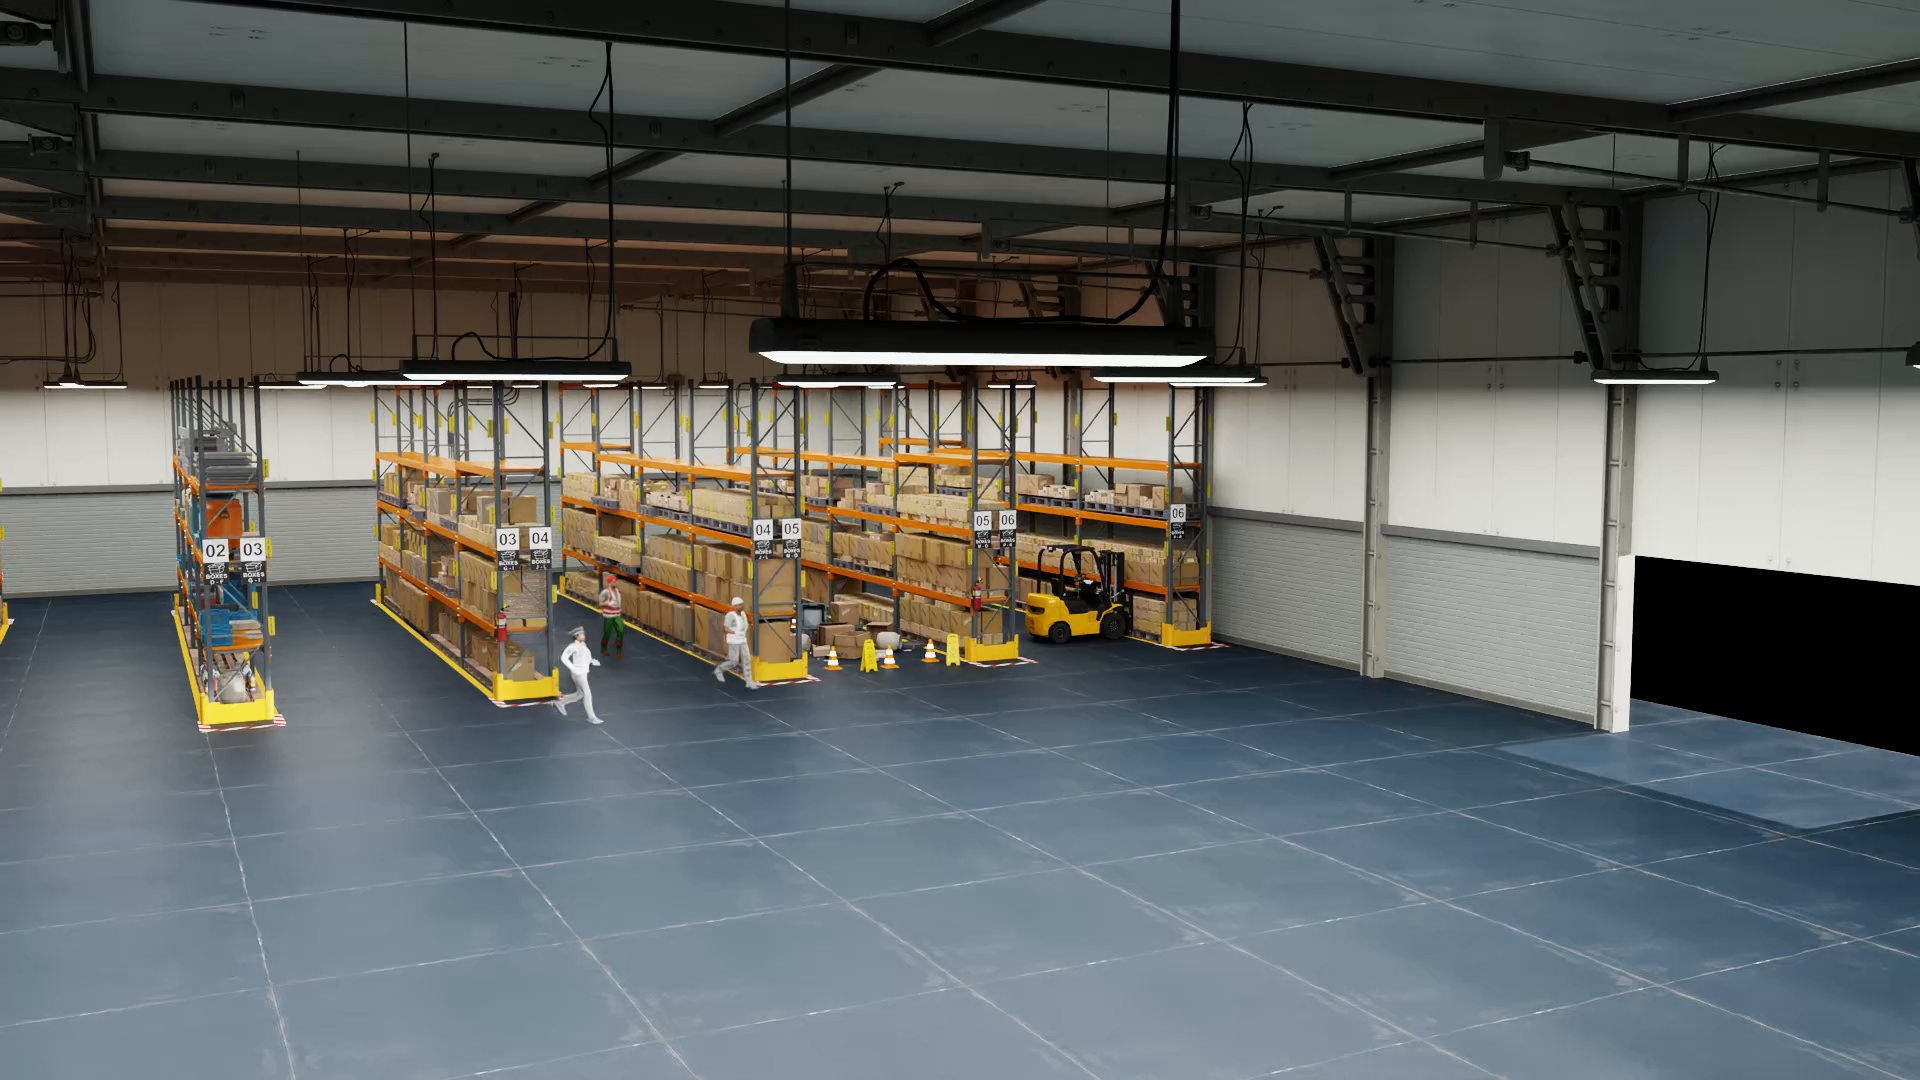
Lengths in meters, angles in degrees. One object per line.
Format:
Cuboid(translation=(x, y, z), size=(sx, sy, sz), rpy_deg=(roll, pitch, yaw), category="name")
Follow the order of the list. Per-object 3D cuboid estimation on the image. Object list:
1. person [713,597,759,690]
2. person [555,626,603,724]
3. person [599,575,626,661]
Cuboid(translation=(-4.312, 1.983, 32.079), size=(1.033, 1.775, 0.697), rpy_deg=(3, 6, 29), category="person")
Cuboid(translation=(-6.602, 2.331, 28.773), size=(0.870, 1.702, 0.618), rpy_deg=(1, 5, 9), category="person")
Cuboid(translation=(-7.480, 1.678, 35.586), size=(0.792, 1.851, 0.616), rpy_deg=(5, 7, 44), category="person")
